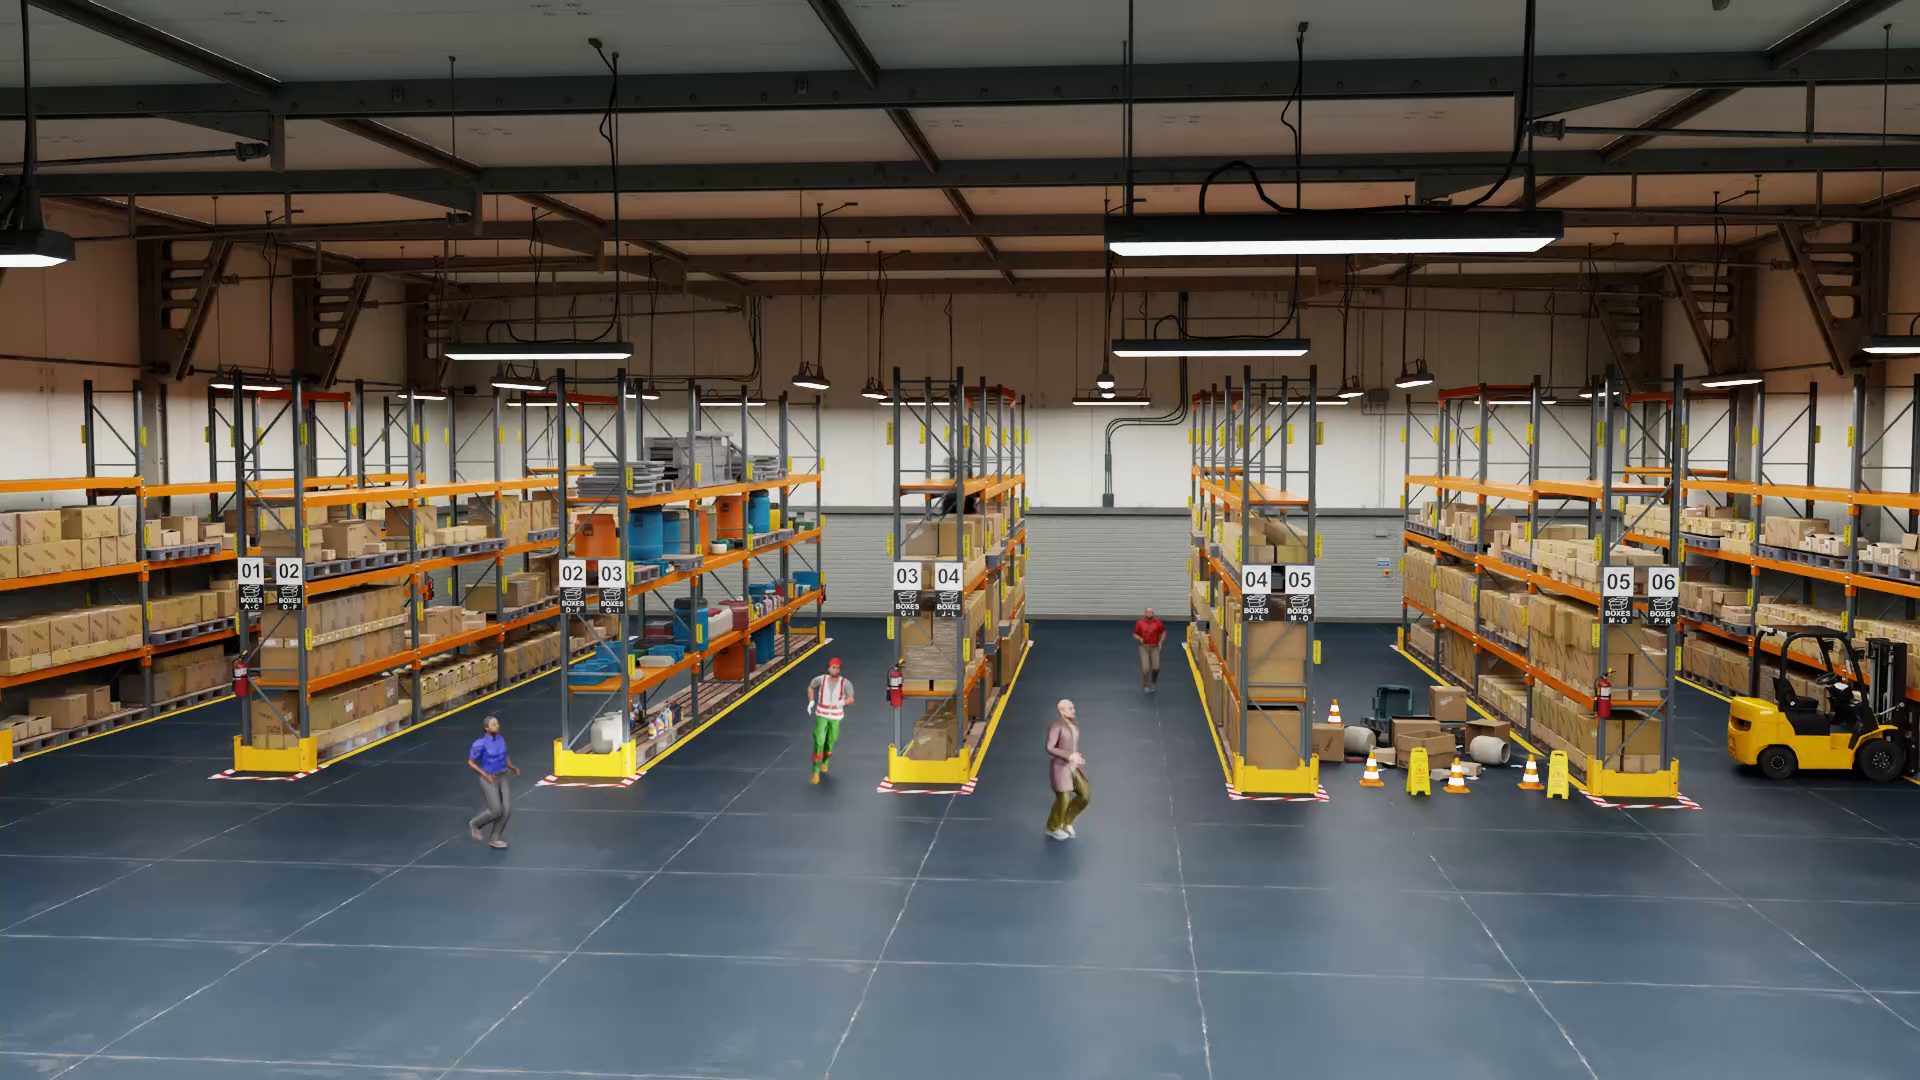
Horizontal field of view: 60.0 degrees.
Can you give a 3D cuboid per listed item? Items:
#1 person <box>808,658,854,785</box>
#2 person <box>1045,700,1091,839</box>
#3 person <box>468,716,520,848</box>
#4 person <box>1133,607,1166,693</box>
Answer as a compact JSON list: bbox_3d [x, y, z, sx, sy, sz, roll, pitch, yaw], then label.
[{"bbox_3d":[-1.887,2.609,24.315,0.676,1.798,0.888,0,4,-7],"label":"person"},{"bbox_3d":[1.329,2.847,20.561,0.696,1.757,0.703,3,5,41],"label":"person"},{"bbox_3d":[-5.673,2.946,20.236,0.579,1.594,0.572,2,4,30],"label":"person"},{"bbox_3d":[3.690,2.147,32.286,0.650,1.688,0.602,0,4,4],"label":"person"}]
